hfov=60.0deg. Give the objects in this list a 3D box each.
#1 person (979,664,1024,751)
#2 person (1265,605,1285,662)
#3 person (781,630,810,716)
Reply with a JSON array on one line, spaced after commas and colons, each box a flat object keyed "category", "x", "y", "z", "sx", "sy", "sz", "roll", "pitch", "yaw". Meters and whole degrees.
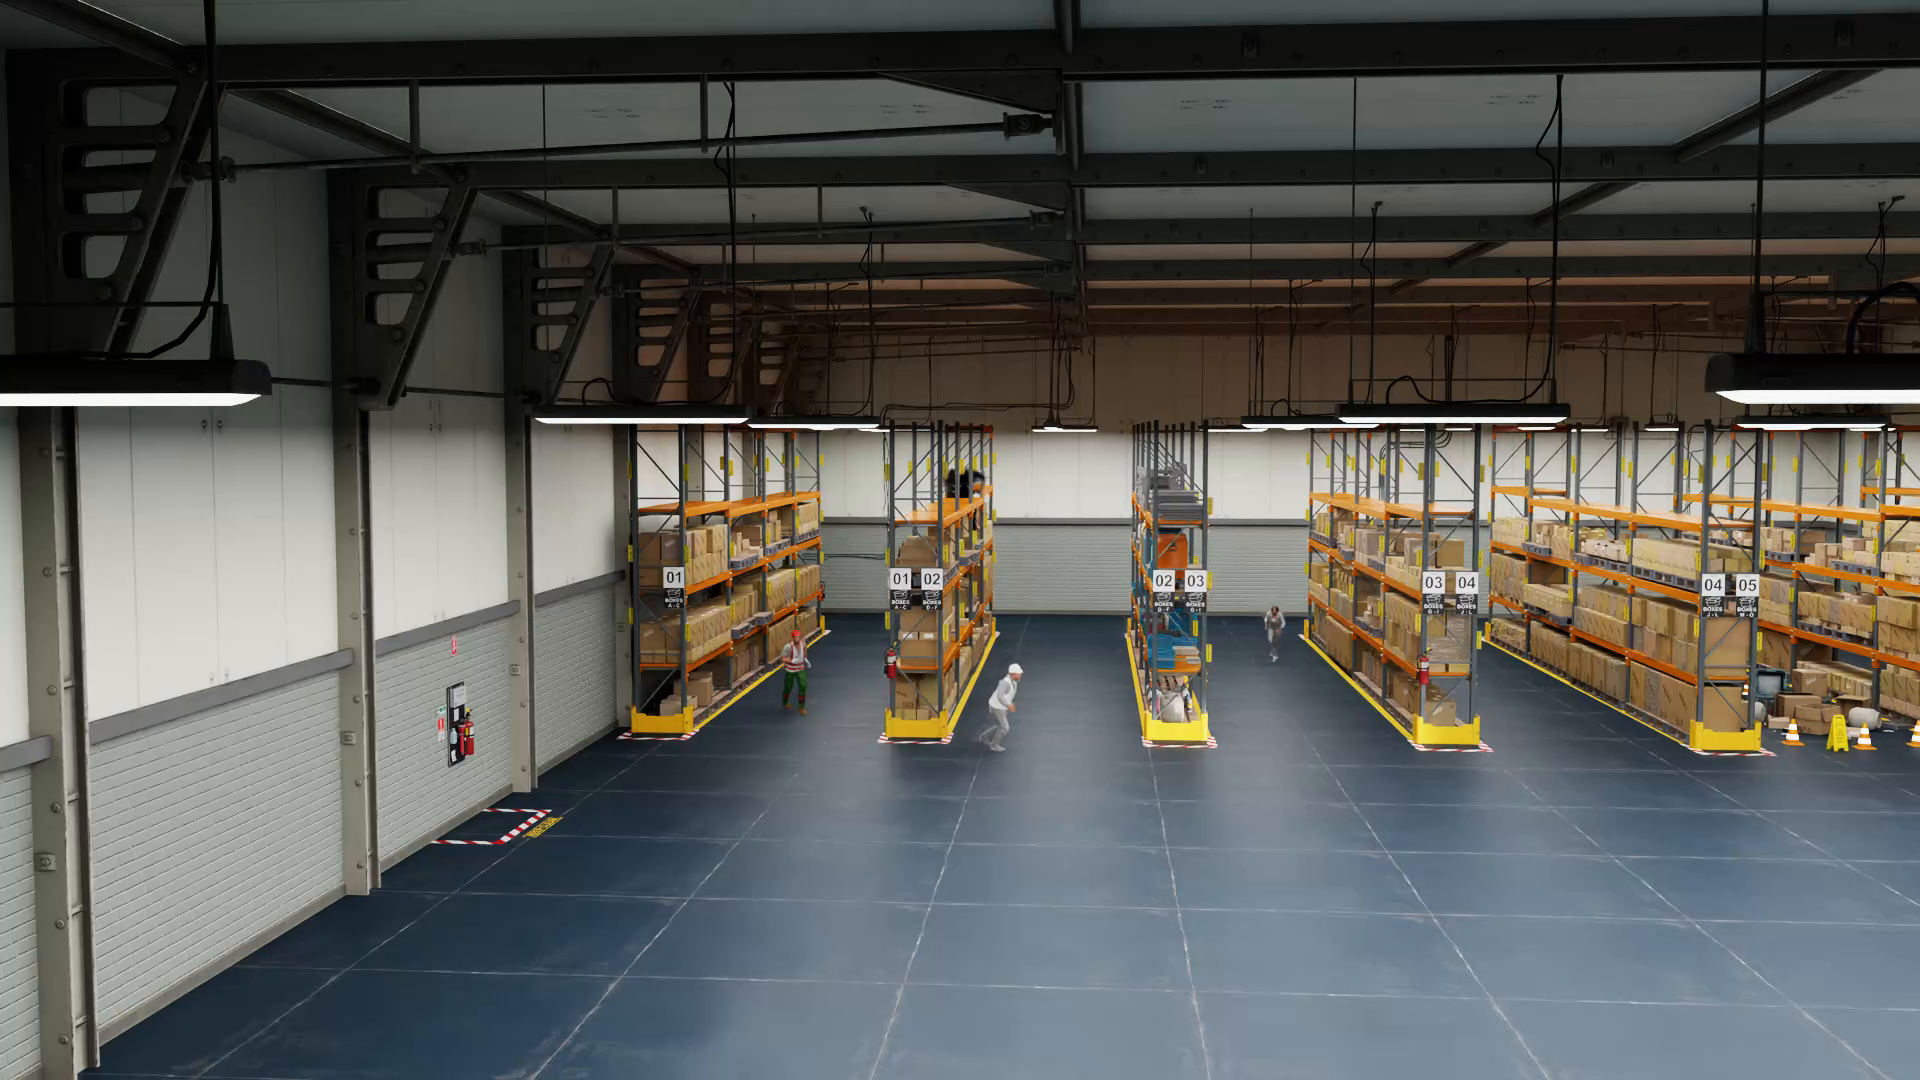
[{"category": "person", "x": 0.735, "y": 3.014, "z": 30.035, "sx": 0.928, "sy": 1.619, "sz": 0.645, "roll": 1, "pitch": 4, "yaw": 18}, {"category": "person", "x": 8.025, "y": 2.335, "z": 42.357, "sx": 0.526, "sy": 1.442, "sz": 0.999, "roll": 1, "pitch": 4, "yaw": 13}, {"category": "person", "x": -3.379, "y": 2.689, "z": 34.083, "sx": 0.695, "sy": 1.753, "sz": 0.995, "roll": -2, "pitch": 4, "yaw": -26}]
